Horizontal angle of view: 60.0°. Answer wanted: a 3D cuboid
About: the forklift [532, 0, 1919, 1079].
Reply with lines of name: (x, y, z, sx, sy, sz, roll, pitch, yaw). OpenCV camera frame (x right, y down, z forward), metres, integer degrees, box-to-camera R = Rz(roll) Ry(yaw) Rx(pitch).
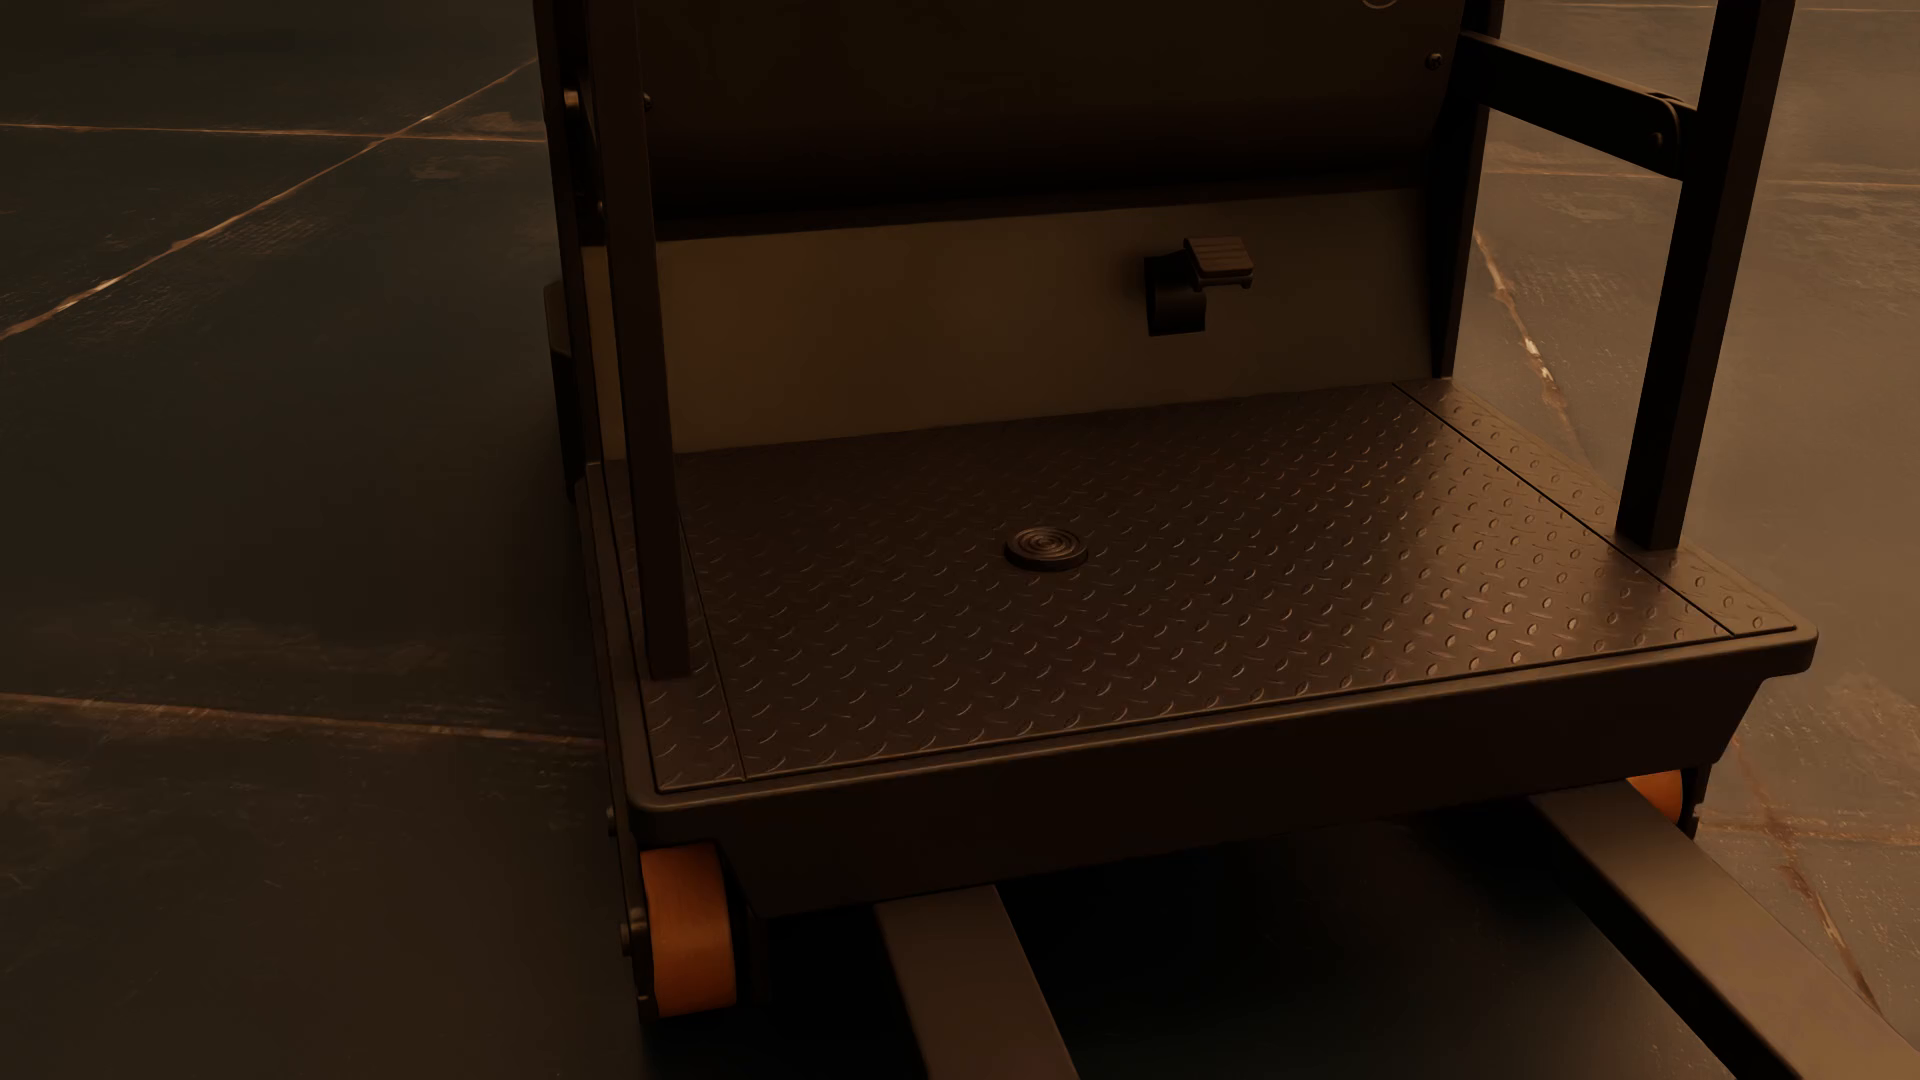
forklift: (0.153, -1.049, 1.319, 1.130, 2.935, 3.031, -7, 27, -13)
